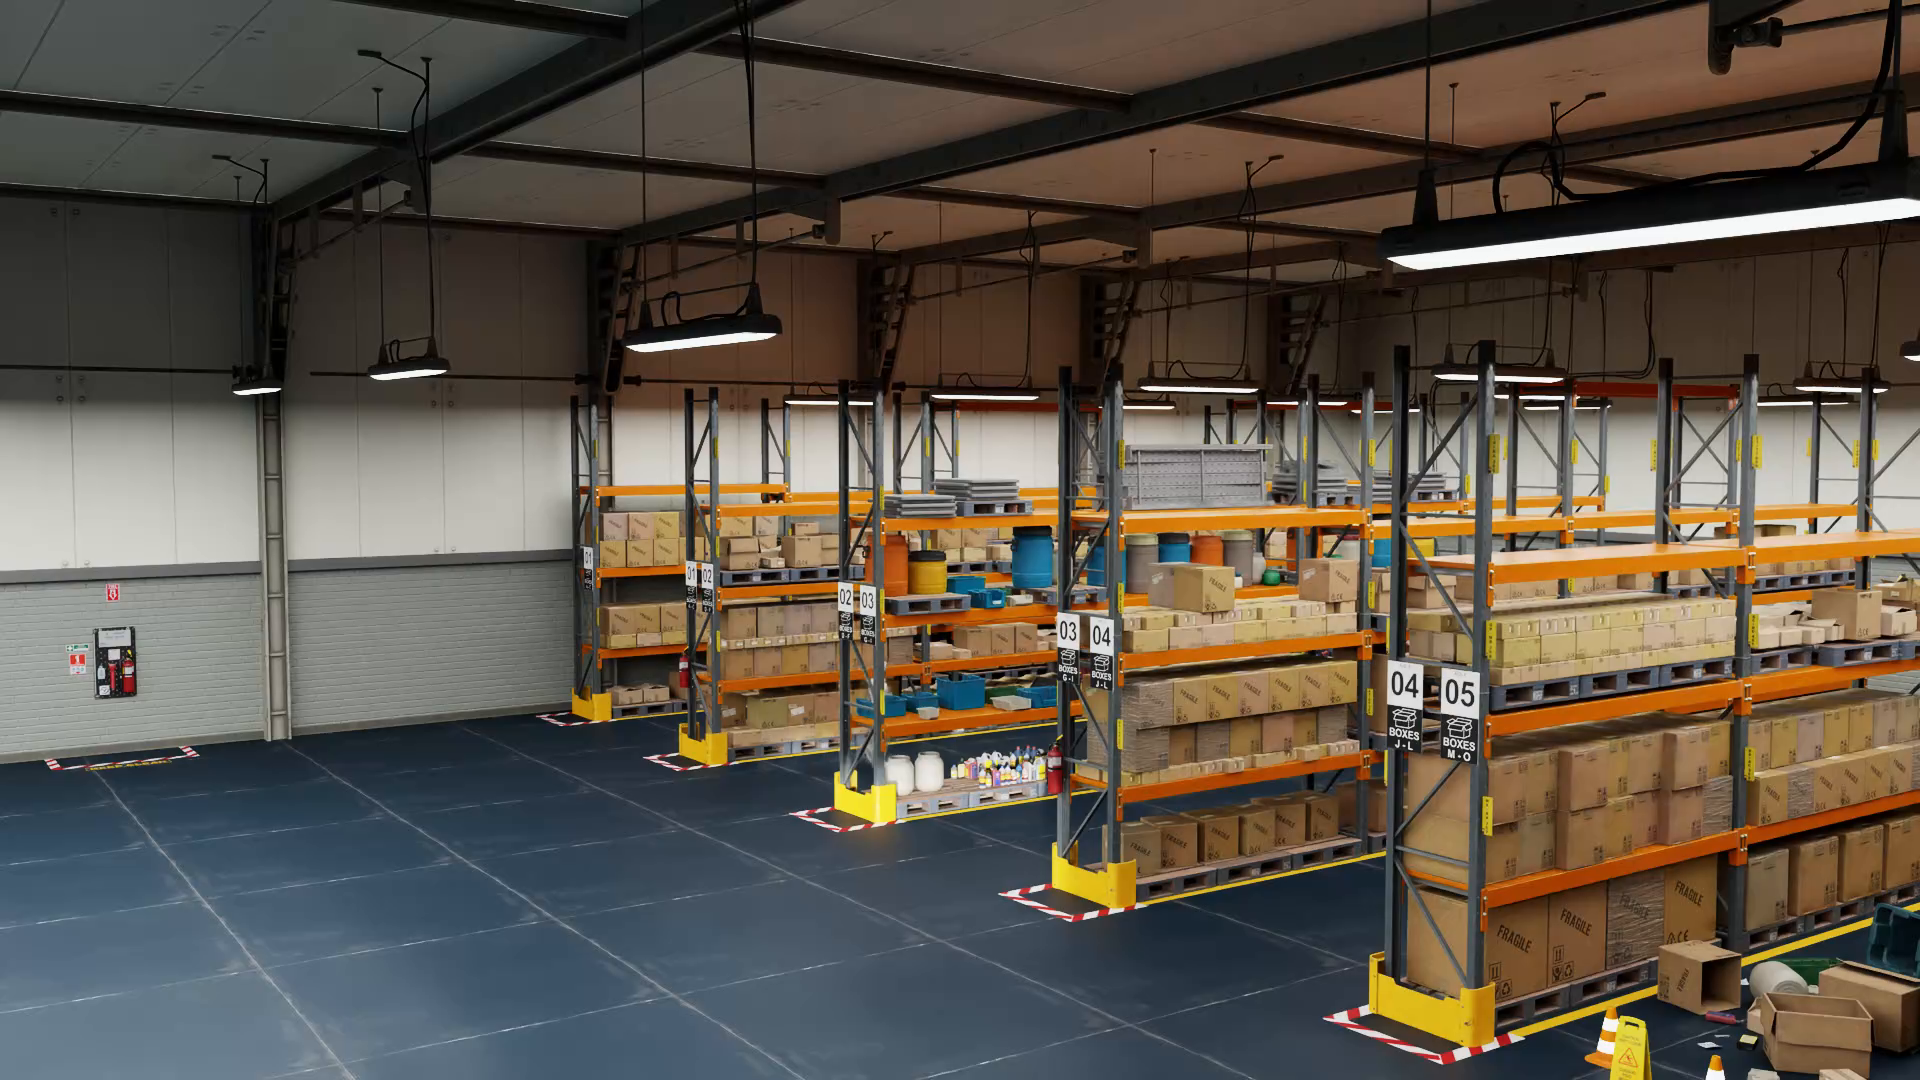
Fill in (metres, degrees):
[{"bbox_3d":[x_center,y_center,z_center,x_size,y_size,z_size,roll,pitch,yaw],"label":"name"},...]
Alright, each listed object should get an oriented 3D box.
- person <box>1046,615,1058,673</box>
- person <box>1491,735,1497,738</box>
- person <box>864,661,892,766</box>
[{"bbox_3d":[1.949,2.321,32.985,0.581,1.798,0.465,-1,4,-21],"label":"person"},{"bbox_3d":[6.289,3.088,19.874,0.388,1.826,0.579,2,4,28],"label":"person"},{"bbox_3d":[-1.278,2.734,26.149,0.451,1.685,0.438,0,3,-2],"label":"person"}]
